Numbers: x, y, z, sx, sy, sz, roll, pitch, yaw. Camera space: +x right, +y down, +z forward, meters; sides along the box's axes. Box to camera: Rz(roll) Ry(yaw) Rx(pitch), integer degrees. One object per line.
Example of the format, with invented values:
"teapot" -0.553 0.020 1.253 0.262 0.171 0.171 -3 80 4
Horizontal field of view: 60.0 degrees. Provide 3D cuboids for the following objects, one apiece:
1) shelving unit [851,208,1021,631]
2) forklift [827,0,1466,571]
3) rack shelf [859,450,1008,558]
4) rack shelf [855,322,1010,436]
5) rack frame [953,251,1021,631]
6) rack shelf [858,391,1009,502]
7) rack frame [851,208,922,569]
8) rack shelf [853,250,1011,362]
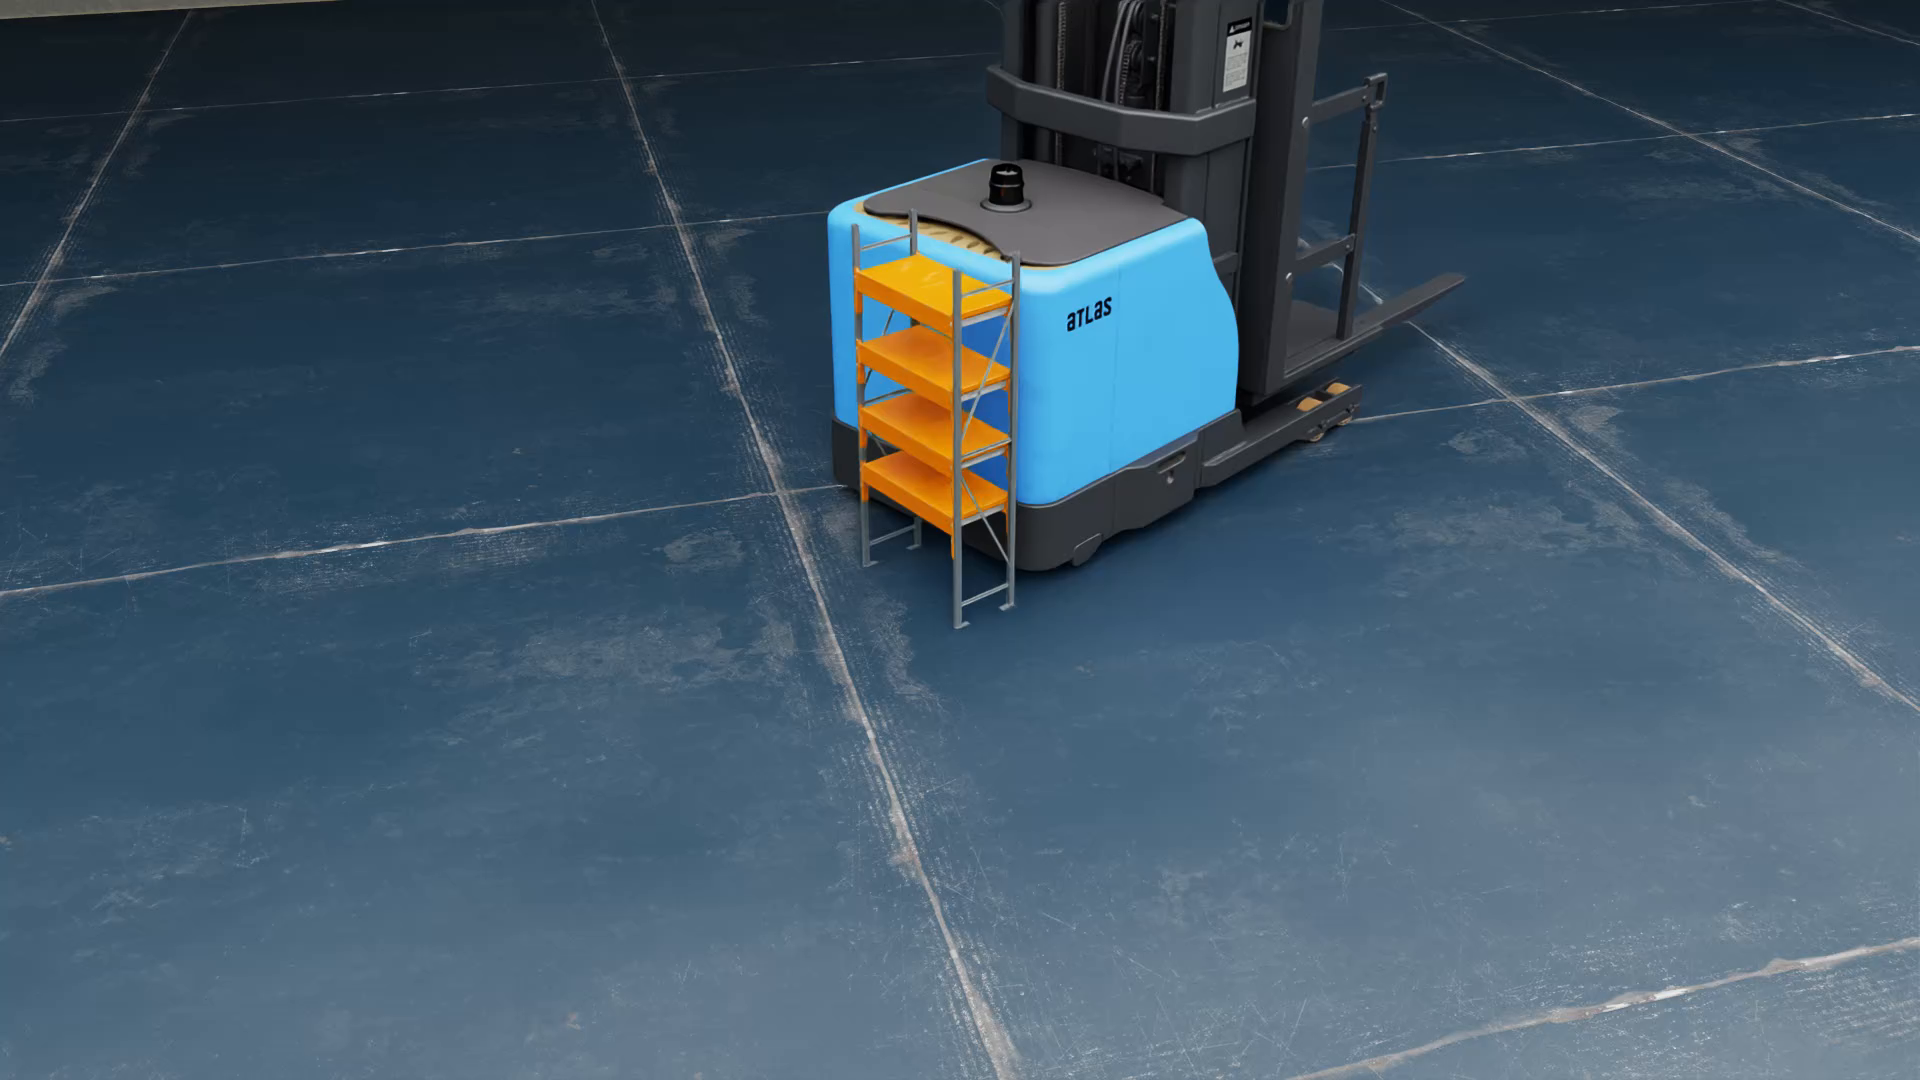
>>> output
"shelving unit" -0.076 -0.369 5.189 0.258 1.200 0.503 -22 37 -33
"forklift" 0.931 -1.808 5.948 1.130 2.935 3.031 26 39 37
"rack shelf" -0.076 -0.139 5.322 0.258 0.148 0.480 -22 37 -33
"rack shelf" -0.076 -0.504 5.111 0.258 0.148 0.480 -22 37 -33
"rack frame" 0.077 -0.274 5.025 0.240 1.200 0.015 -22 37 -33
"rack shelf" -0.076 -0.311 5.223 0.258 0.148 0.480 -22 37 -33
"rack frame" -0.230 -0.464 5.354 0.240 1.200 0.015 -22 37 -33
"rack shelf" -0.076 -0.709 4.992 0.258 0.148 0.480 -22 37 -33
